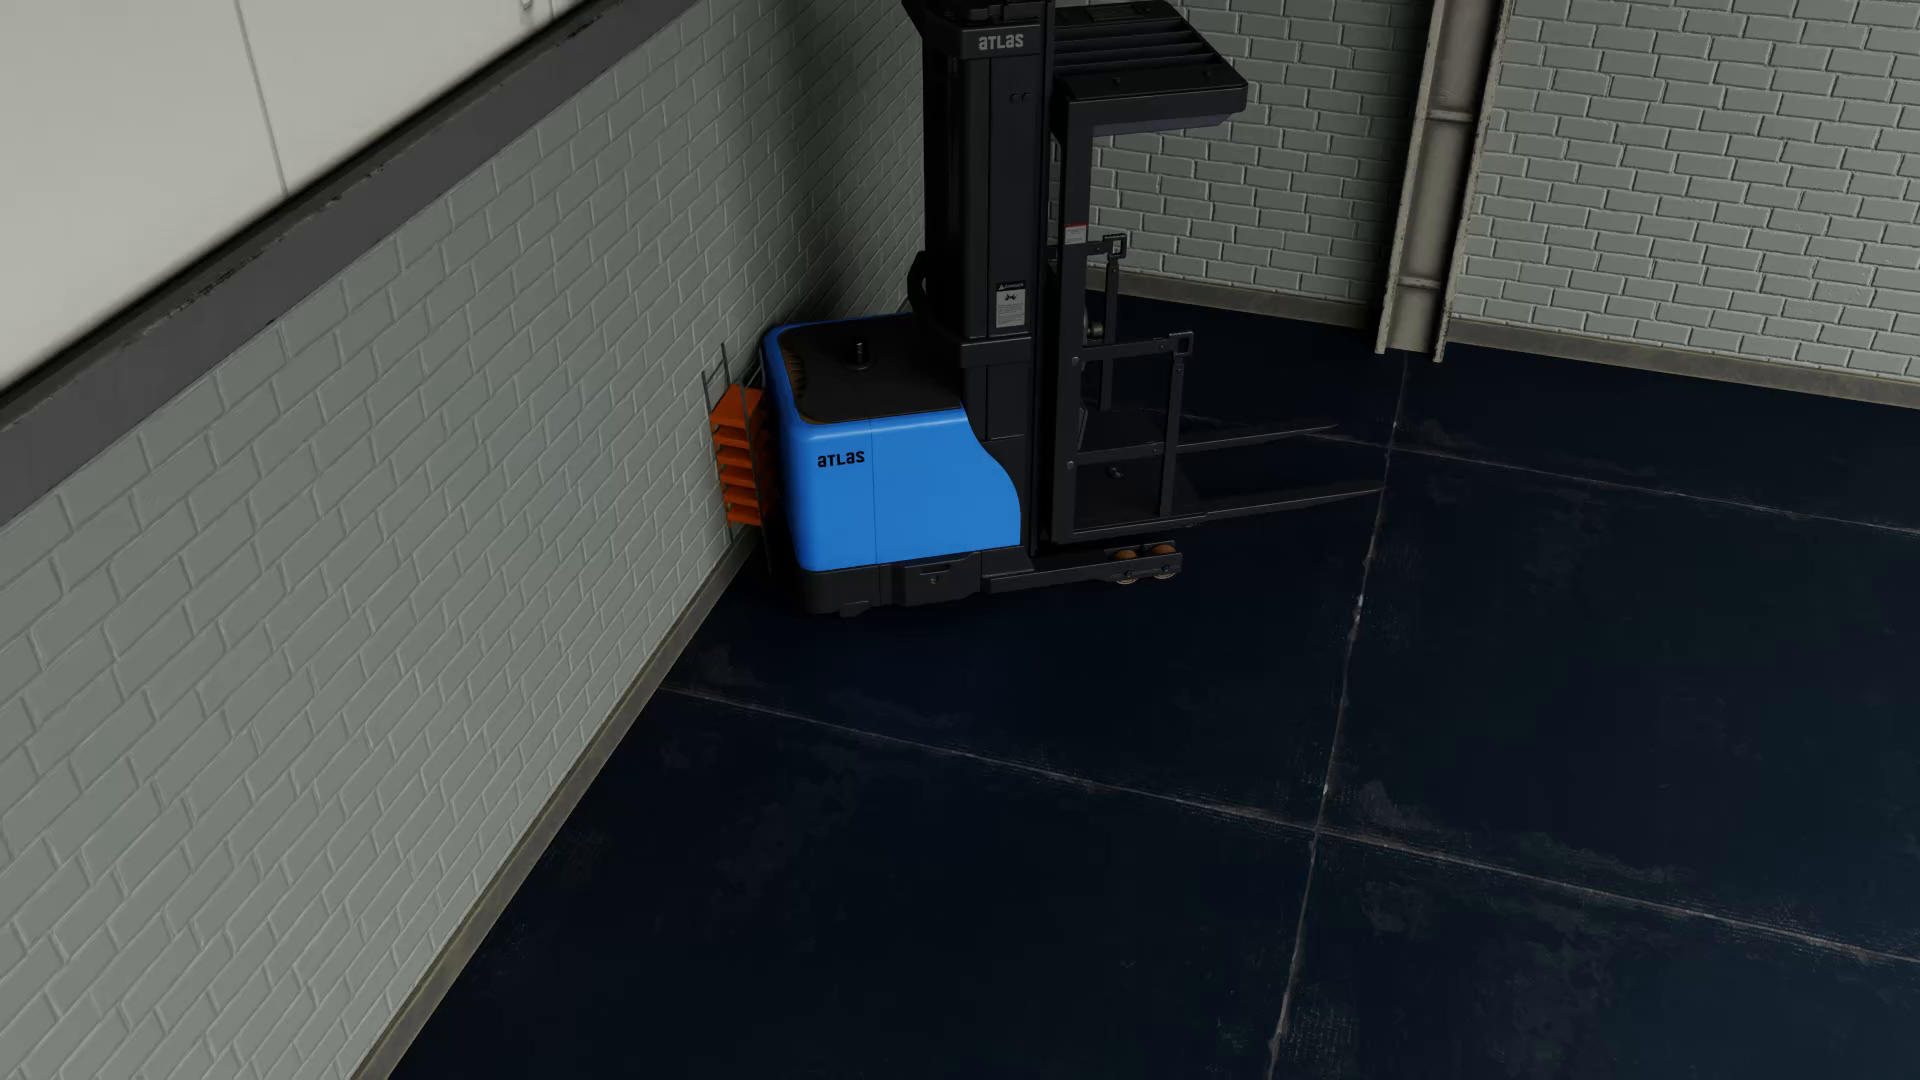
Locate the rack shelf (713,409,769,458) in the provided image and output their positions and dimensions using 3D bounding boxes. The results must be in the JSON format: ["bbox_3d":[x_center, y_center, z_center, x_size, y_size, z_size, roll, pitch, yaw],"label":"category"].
[{"bbox_3d":[-1.017,-0.512,7.775,0.180,0.103,0.258,11,44,14],"label":"rack shelf"}]

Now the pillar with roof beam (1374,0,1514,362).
[{"bbox_3d":[1.431,-2.363,4.054,0.400,9.000,9.100,10,38,14],"label":"pillar with roof beam"}]

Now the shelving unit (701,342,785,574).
[{"bbox_3d":[-1.010,-0.368,7.907,0.189,1.200,0.258,11,44,14],"label":"shelving unit"}]

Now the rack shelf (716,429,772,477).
[{"bbox_3d":[-1.013,-0.423,7.856,0.180,0.103,0.258,11,44,14],"label":"rack shelf"}]

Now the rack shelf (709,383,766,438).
[{"bbox_3d":[-1.021,-0.600,7.694,0.180,0.103,0.258,11,44,14],"label":"rack shelf"}]

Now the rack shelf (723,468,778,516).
[{"bbox_3d":[-1.004,-0.247,8.019,0.180,0.103,0.258,11,44,14],"label":"rack shelf"}]

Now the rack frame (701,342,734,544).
[{"bbox_3d":[-1.097,-0.385,7.930,0.006,1.200,0.240,11,44,14],"label":"rack frame"}]

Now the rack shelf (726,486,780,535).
[{"bbox_3d":[-1.000,-0.159,8.100,0.180,0.103,0.258,11,44,14],"label":"rack shelf"}]

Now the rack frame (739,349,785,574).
[{"bbox_3d":[-0.923,-0.351,7.885,0.006,1.200,0.240,11,44,14],"label":"rack frame"}]

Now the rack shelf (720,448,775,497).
[{"bbox_3d":[-1.008,-0.335,7.938,0.180,0.103,0.258,11,44,14],"label":"rack shelf"}]

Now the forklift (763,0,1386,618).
[{"bbox_3d":[0.613,-1.263,7.678,3.031,2.935,1.130,-8,37,-10],"label":"forklift"}]
